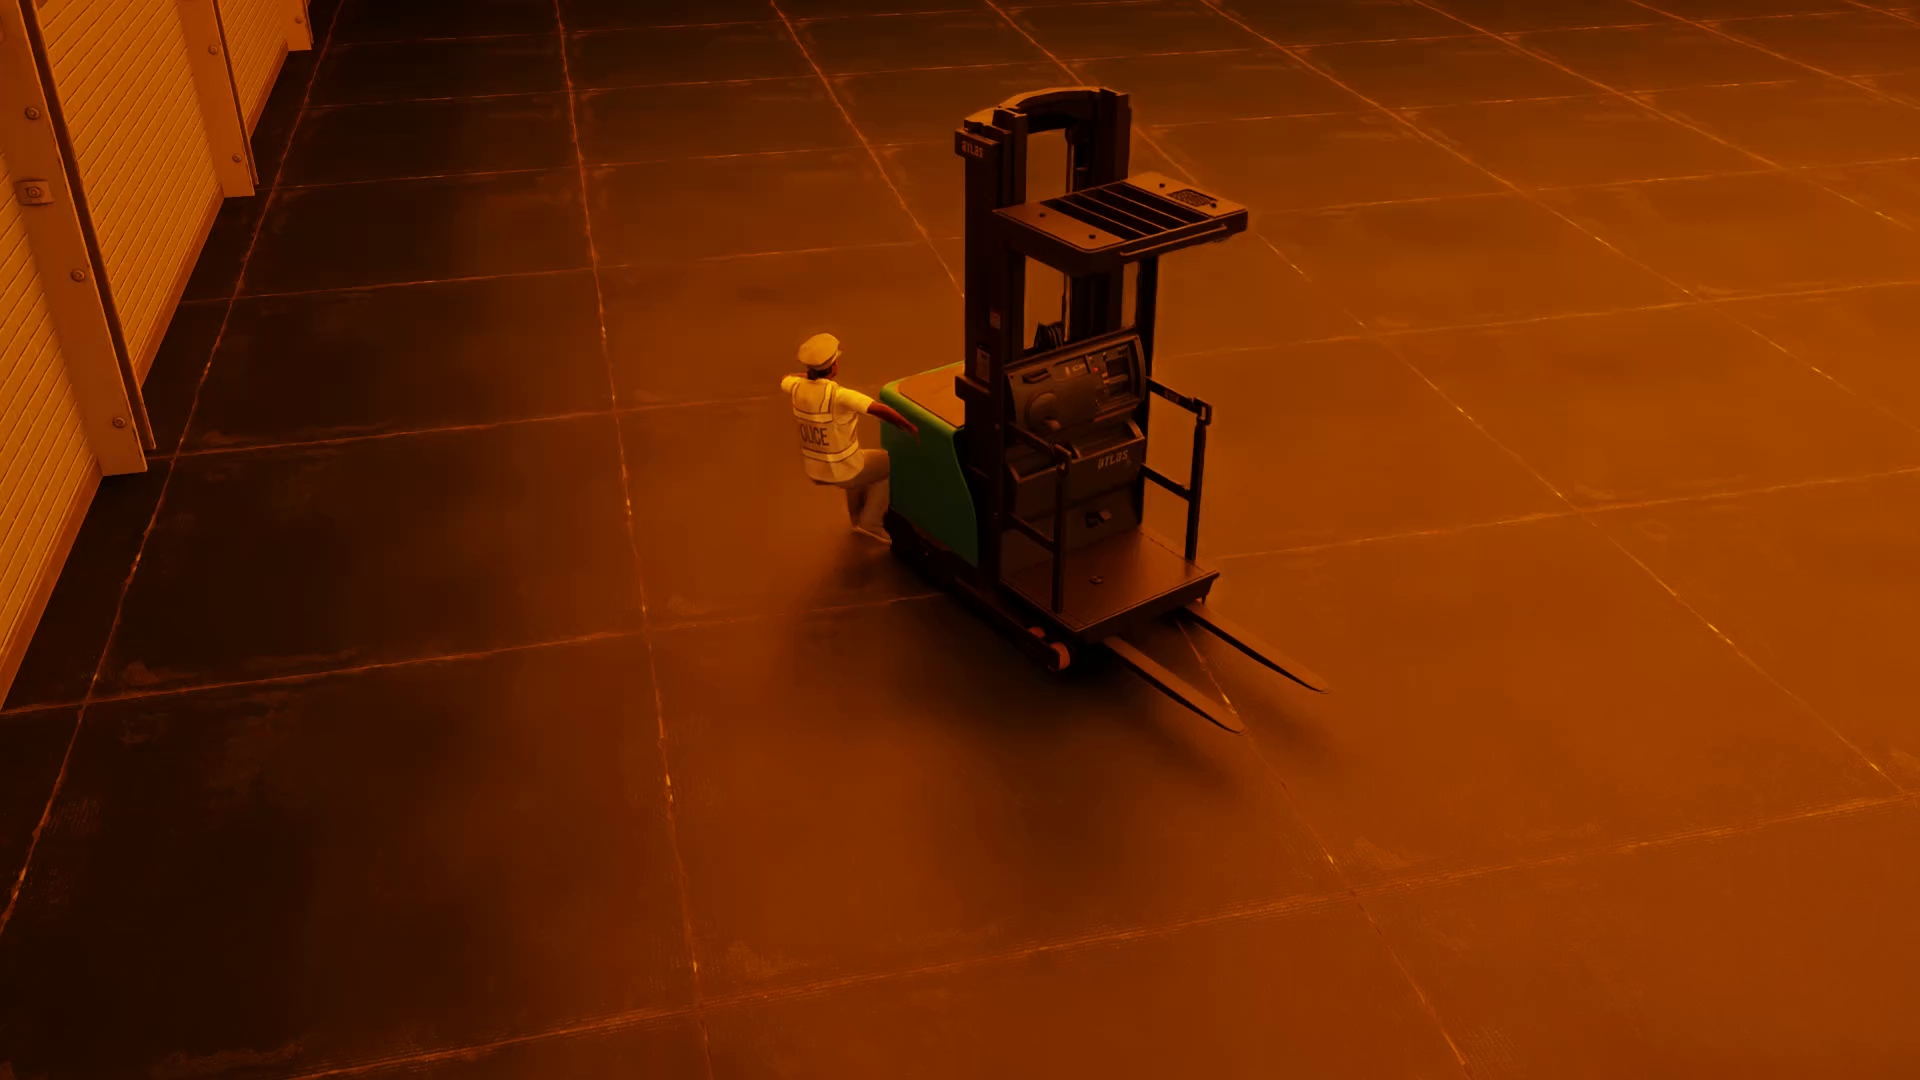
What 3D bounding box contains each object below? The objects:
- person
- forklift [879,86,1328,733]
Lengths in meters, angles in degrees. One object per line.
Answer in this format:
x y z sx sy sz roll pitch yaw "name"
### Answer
-0.617 -0.601 10.062 1.020 1.465 0.813 18 35 29 "person"
0.774 -0.815 8.983 1.130 2.935 3.031 -20 36 -31 "forklift"
